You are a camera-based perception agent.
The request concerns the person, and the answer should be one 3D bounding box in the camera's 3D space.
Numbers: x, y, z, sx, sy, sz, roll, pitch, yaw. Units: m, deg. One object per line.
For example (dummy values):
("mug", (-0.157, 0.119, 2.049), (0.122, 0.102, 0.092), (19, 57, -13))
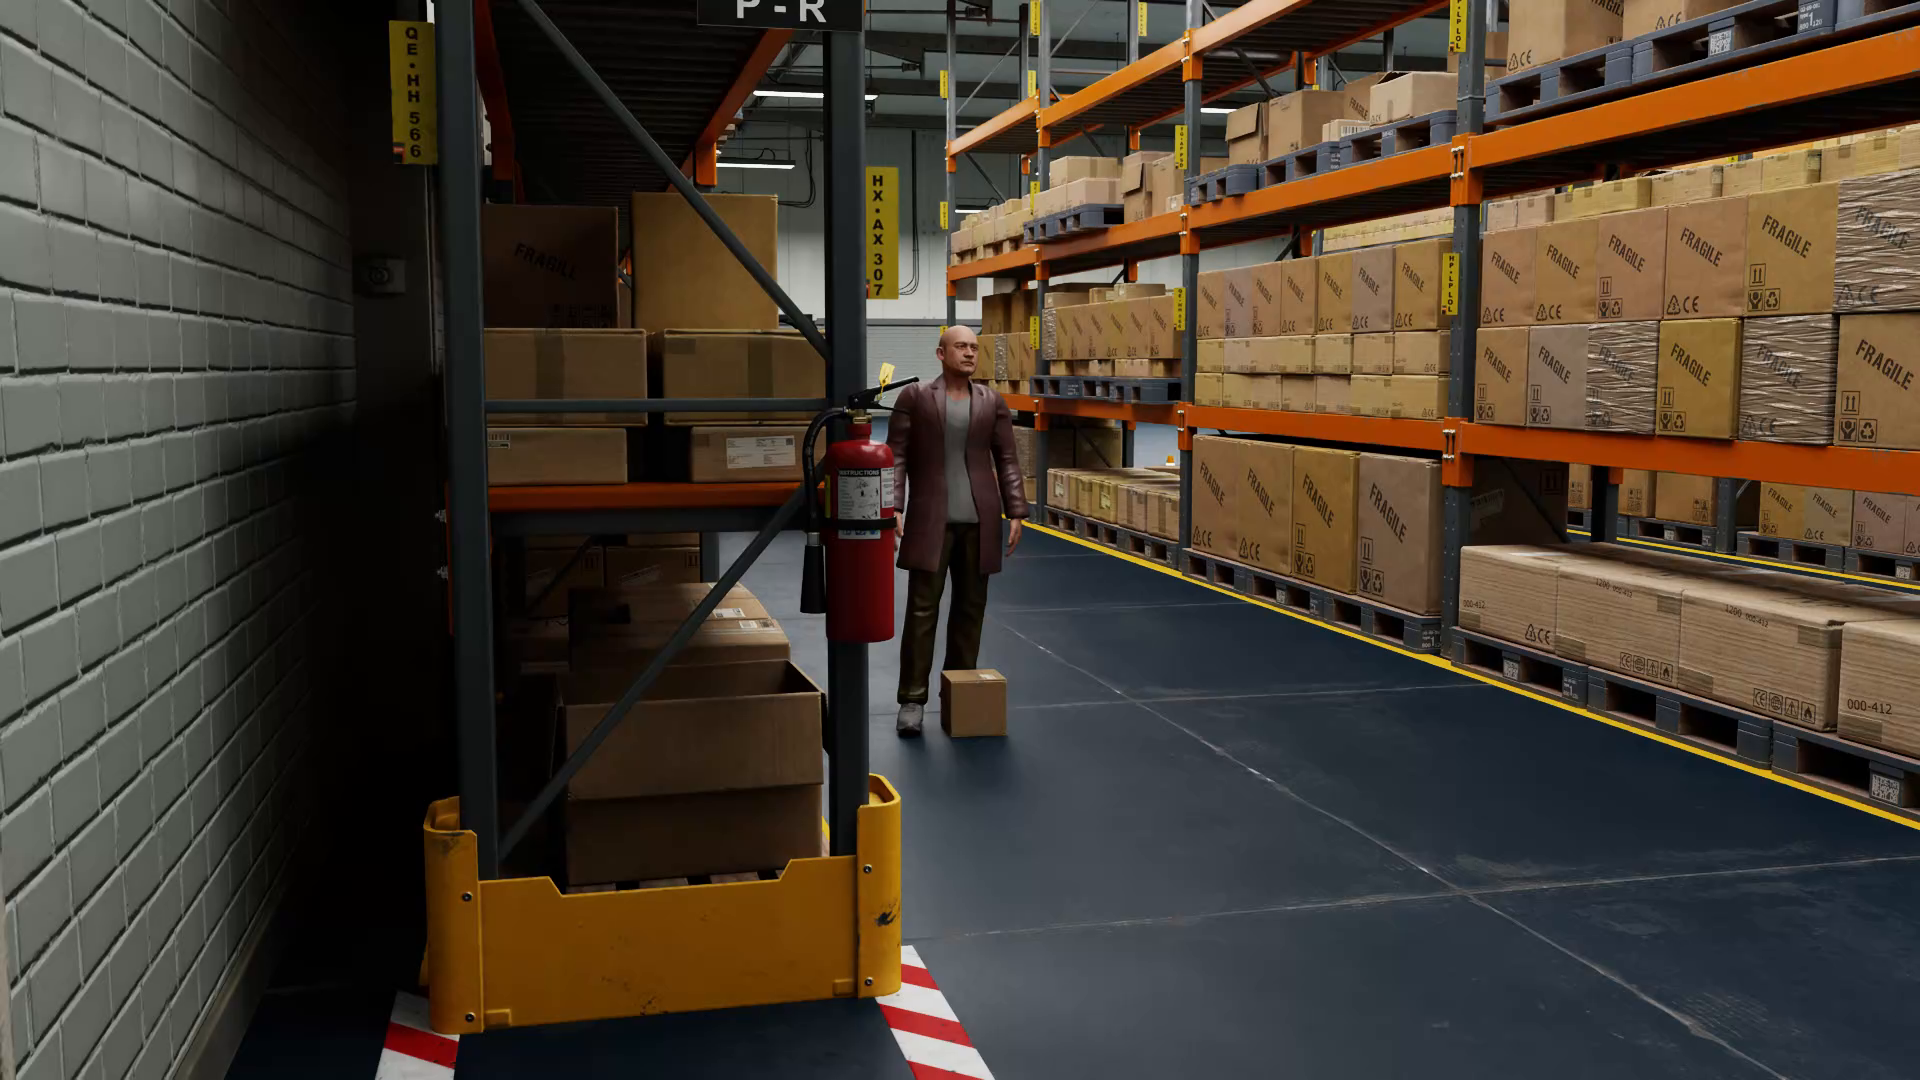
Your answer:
("person", (-0.007, -0.068, 7.438), (0.698, 1.780, 0.579), (-1, 6, -13))
